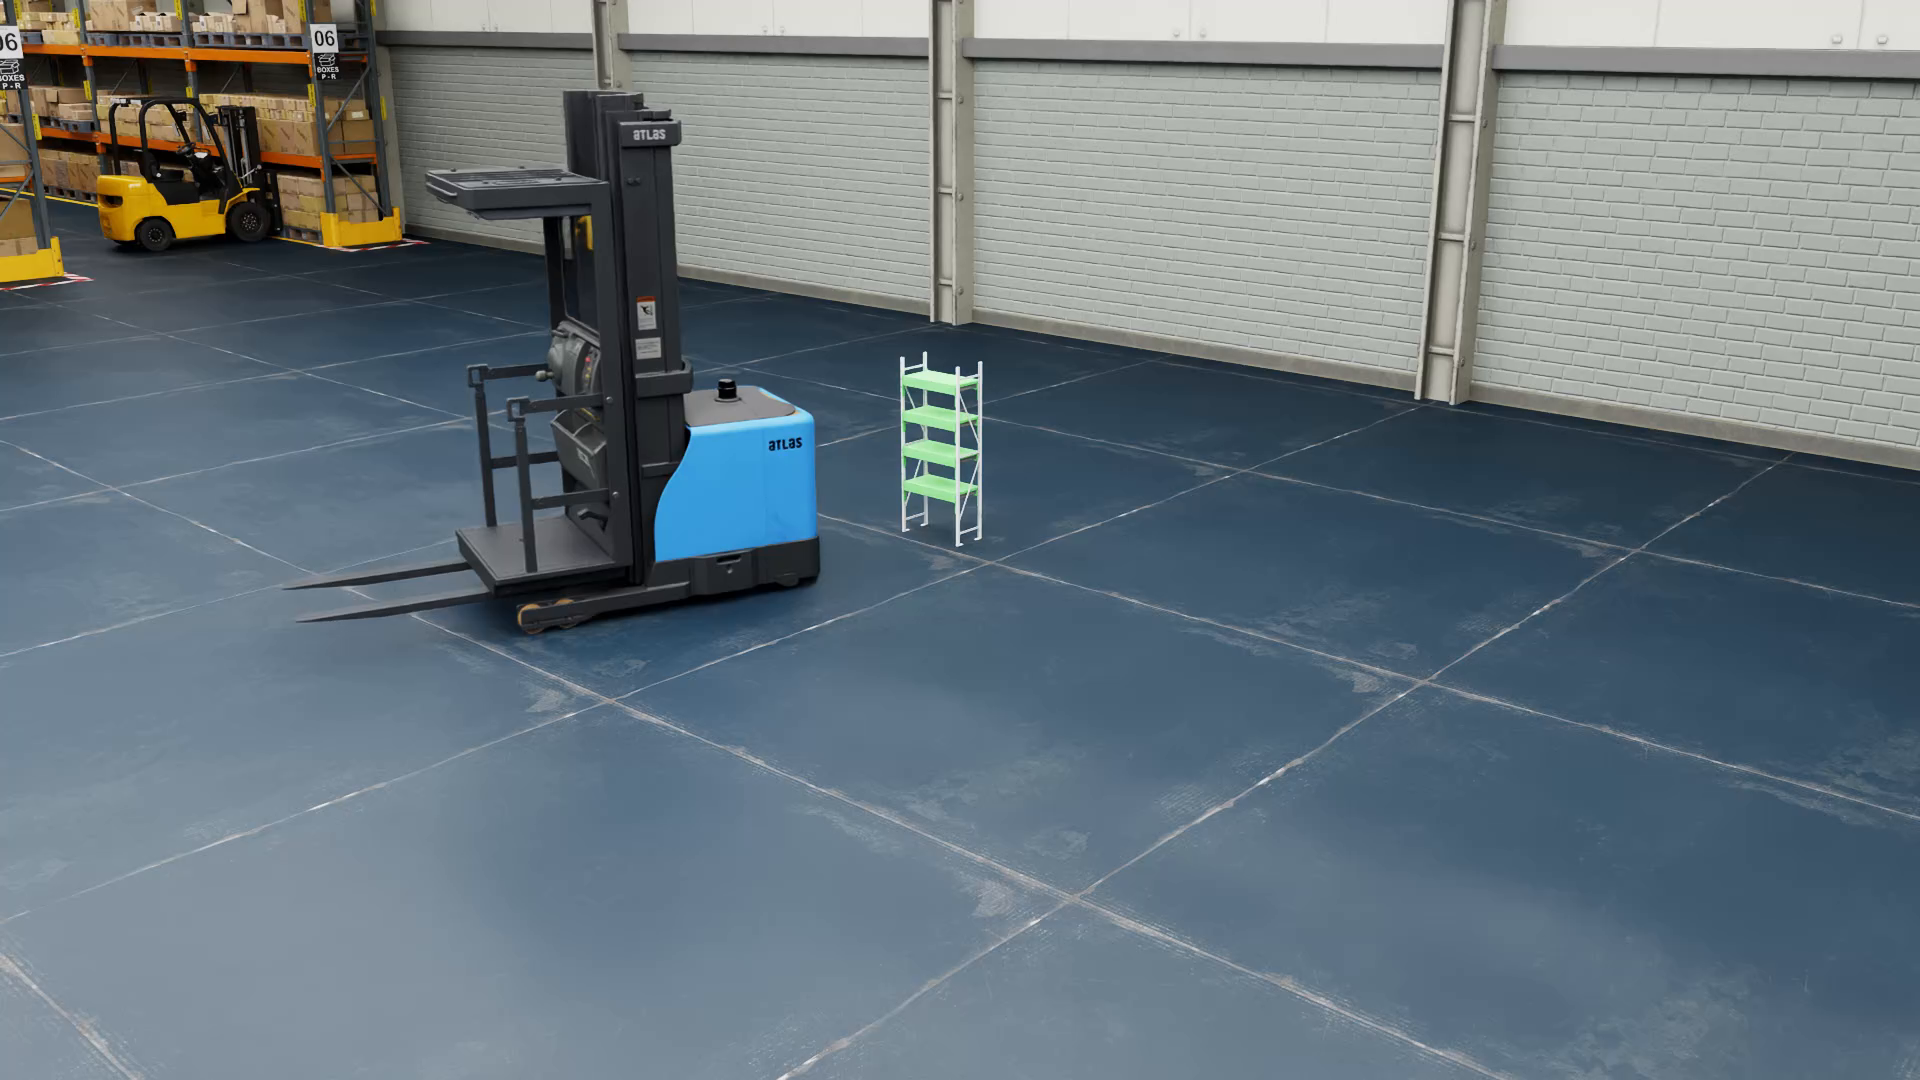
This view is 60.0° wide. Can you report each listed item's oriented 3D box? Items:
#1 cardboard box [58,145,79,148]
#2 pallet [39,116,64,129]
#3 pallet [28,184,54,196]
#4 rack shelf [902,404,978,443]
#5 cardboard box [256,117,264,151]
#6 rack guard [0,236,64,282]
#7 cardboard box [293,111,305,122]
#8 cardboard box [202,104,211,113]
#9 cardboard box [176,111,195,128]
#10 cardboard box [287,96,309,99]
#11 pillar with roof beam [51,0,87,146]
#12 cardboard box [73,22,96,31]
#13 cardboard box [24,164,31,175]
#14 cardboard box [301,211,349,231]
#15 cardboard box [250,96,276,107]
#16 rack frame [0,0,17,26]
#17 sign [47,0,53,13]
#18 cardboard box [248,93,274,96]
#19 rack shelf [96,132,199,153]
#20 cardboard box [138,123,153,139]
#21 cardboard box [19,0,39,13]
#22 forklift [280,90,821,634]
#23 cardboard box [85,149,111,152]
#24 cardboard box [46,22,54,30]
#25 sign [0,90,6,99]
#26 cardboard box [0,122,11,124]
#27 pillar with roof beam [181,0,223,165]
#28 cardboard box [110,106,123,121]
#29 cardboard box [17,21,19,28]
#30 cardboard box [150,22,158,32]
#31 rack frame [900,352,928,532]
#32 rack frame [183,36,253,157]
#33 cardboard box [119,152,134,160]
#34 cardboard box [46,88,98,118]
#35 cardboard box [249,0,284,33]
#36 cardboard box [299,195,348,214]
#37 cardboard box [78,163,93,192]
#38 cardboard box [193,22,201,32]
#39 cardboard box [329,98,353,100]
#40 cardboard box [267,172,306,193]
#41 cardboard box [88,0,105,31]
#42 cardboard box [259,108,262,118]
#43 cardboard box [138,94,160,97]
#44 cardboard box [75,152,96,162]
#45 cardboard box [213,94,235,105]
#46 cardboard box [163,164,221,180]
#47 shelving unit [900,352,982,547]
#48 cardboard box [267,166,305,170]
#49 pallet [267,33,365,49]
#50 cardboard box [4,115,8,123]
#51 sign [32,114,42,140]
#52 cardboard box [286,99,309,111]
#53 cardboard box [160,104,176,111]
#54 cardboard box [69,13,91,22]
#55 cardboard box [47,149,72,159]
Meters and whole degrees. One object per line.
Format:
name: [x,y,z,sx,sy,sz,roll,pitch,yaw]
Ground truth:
cardboard box: [-17.454,-7.653,32.632,0.250,0.149,0.380,15,23,39]
pallet: [-16.587,-7.890,31.331,1.213,0.211,1.003,15,23,39]
pallet: [-17.488,-6.911,32.539,1.213,0.211,1.003,15,23,39]
rack shelf: [-0.124,-0.773,10.982,0.480,0.148,0.258,15,23,39]
cardboard box: [-10.837,-6.380,26.091,0.500,0.500,0.500,15,23,40]
rack guard: [-12.495,-3.686,21.898,0.348,0.500,1.175,15,23,39]
cardboard box: [-9.802,-6.393,25.060,0.250,0.149,0.380,16,23,40]
cardboard box: [-12.074,-7.022,27.041,0.250,0.149,0.380,15,23,38]
cardboard box: [-12.674,-6.996,27.619,0.500,0.250,0.500,14,23,38]
cardboard box: [-10.393,-6.917,26.219,0.250,0.149,0.380,15,23,40]
pillar with roof beam: [-20.901,-10.624,29.712,0.400,9.000,9.100,15,23,39]
cardboard box: [-15.554,-9.157,29.636,0.250,0.149,0.380,16,23,40]
cardboard box: [-17.909,-7.256,32.453,0.500,0.500,0.500,16,24,42]
cardboard box: [-9.707,-4.898,25.438,0.500,0.250,0.500,15,23,40]
cardboard box: [-10.882,-6.869,26.069,0.250,0.149,0.380,15,23,39]
rack frame: [-12.438,-7.721,20.565,0.127,3.000,1.000,15,23,39]
sign: [-17.755,-10.385,32.412,0.005,0.325,0.100,15,23,39]
cardboard box: [-11.331,-7.182,27.053,0.250,0.149,0.380,15,23,39]
rack shelf: [-13.633,-6.847,28.918,4.000,0.370,1.077,15,23,39]
cardboard box: [-13.810,-7.067,28.670,0.500,0.250,0.500,16,24,41]
cardboard box: [-17.847,-10.246,31.858,0.258,0.266,0.396,15,23,38]
forklift: [-2.408,-1.046,9.564,3.031,2.935,1.130,-9,20,-26]
cardboard box: [-16.489,-7.396,31.824,0.250,0.149,0.380,14,22,37]
cardboard box: [-16.499,-9.421,30.469,0.250,0.149,0.380,16,24,41]
sign: [-18.475,-8.683,32.082,0.005,0.325,0.100,15,23,39]
cardboard box: [-12.997,-5.312,22.235,0.500,0.500,0.500,16,24,41]
pillar with roof beam: [-16.413,-9.419,25.916,0.400,9.000,9.100,15,23,39]
cardboard box: [-14.586,-7.513,29.249,0.500,0.250,0.500,16,24,41]
cardboard box: [-17.396,-9.598,30.994,0.250,0.149,0.380,15,23,39]
cardboard box: [-13.162,-8.499,27.529,0.250,0.149,0.380,15,23,39]
rack frame: [-0.306,-0.654,11.189,0.015,1.200,0.240,15,23,39]
rack frame: [-12.138,-6.789,27.544,0.127,3.000,1.000,15,23,39]
cardboard box: [-15.493,-7.144,31.030,0.250,0.149,0.380,16,24,41]
cardboard box: [-16.473,-8.127,30.896,0.637,0.503,0.797,14,23,38]
cardboard box: [-10.338,-7.973,25.291,0.500,0.500,0.700,15,23,40]
cardboard box: [-9.717,-5.140,25.375,0.500,0.250,0.500,15,23,39]
cardboard box: [-15.956,-6.740,30.827,0.500,0.500,0.500,15,23,38]
cardboard box: [-12.003,-8.188,26.549,0.250,0.149,0.380,16,23,40]
cardboard box: [-9.412,-6.667,25.432,0.250,0.149,0.380,16,24,41]
cardboard box: [-10.467,-5.574,25.914,0.500,0.250,0.500,15,23,40]
cardboard box: [-14.749,-9.116,28.895,0.500,0.500,0.500,15,23,40]
cardboard box: [-10.694,-6.671,25.936,0.250,0.149,0.380,15,23,39]
cardboard box: [-14.482,-7.902,29.814,0.250,0.149,0.380,16,23,41]
cardboard box: [-16.226,-7.125,30.971,0.250,0.149,0.380,16,24,41]
cardboard box: [-11.829,-7.128,26.884,0.250,0.149,0.380,15,23,40]
cardboard box: [-13.111,-6.117,28.658,0.625,0.625,0.875,15,23,39]
shelving unit: [-0.124,-0.605,11.035,0.503,1.200,0.258,15,23,39]
cardboard box: [-10.883,-5.897,26.932,0.500,0.250,0.500,15,23,40]
pallet: [-9.657,-7.521,25.039,1.213,0.211,1.003,15,23,39]
cardboard box: [-18.527,-8.282,32.665,0.250,0.149,0.380,15,23,40]
sign: [-12.078,-5.397,21.728,0.005,0.325,0.100,15,23,39]
cardboard box: [-9.972,-6.597,25.211,0.250,0.149,0.380,16,23,40]
cardboard box: [-13.178,-7.295,27.903,0.250,0.149,0.380,14,22,38]
cardboard box: [-15.583,-9.284,29.545,0.250,0.149,0.380,16,24,41]
cardboard box: [-17.195,-7.383,31.782,0.250,0.149,0.380,15,23,39]
